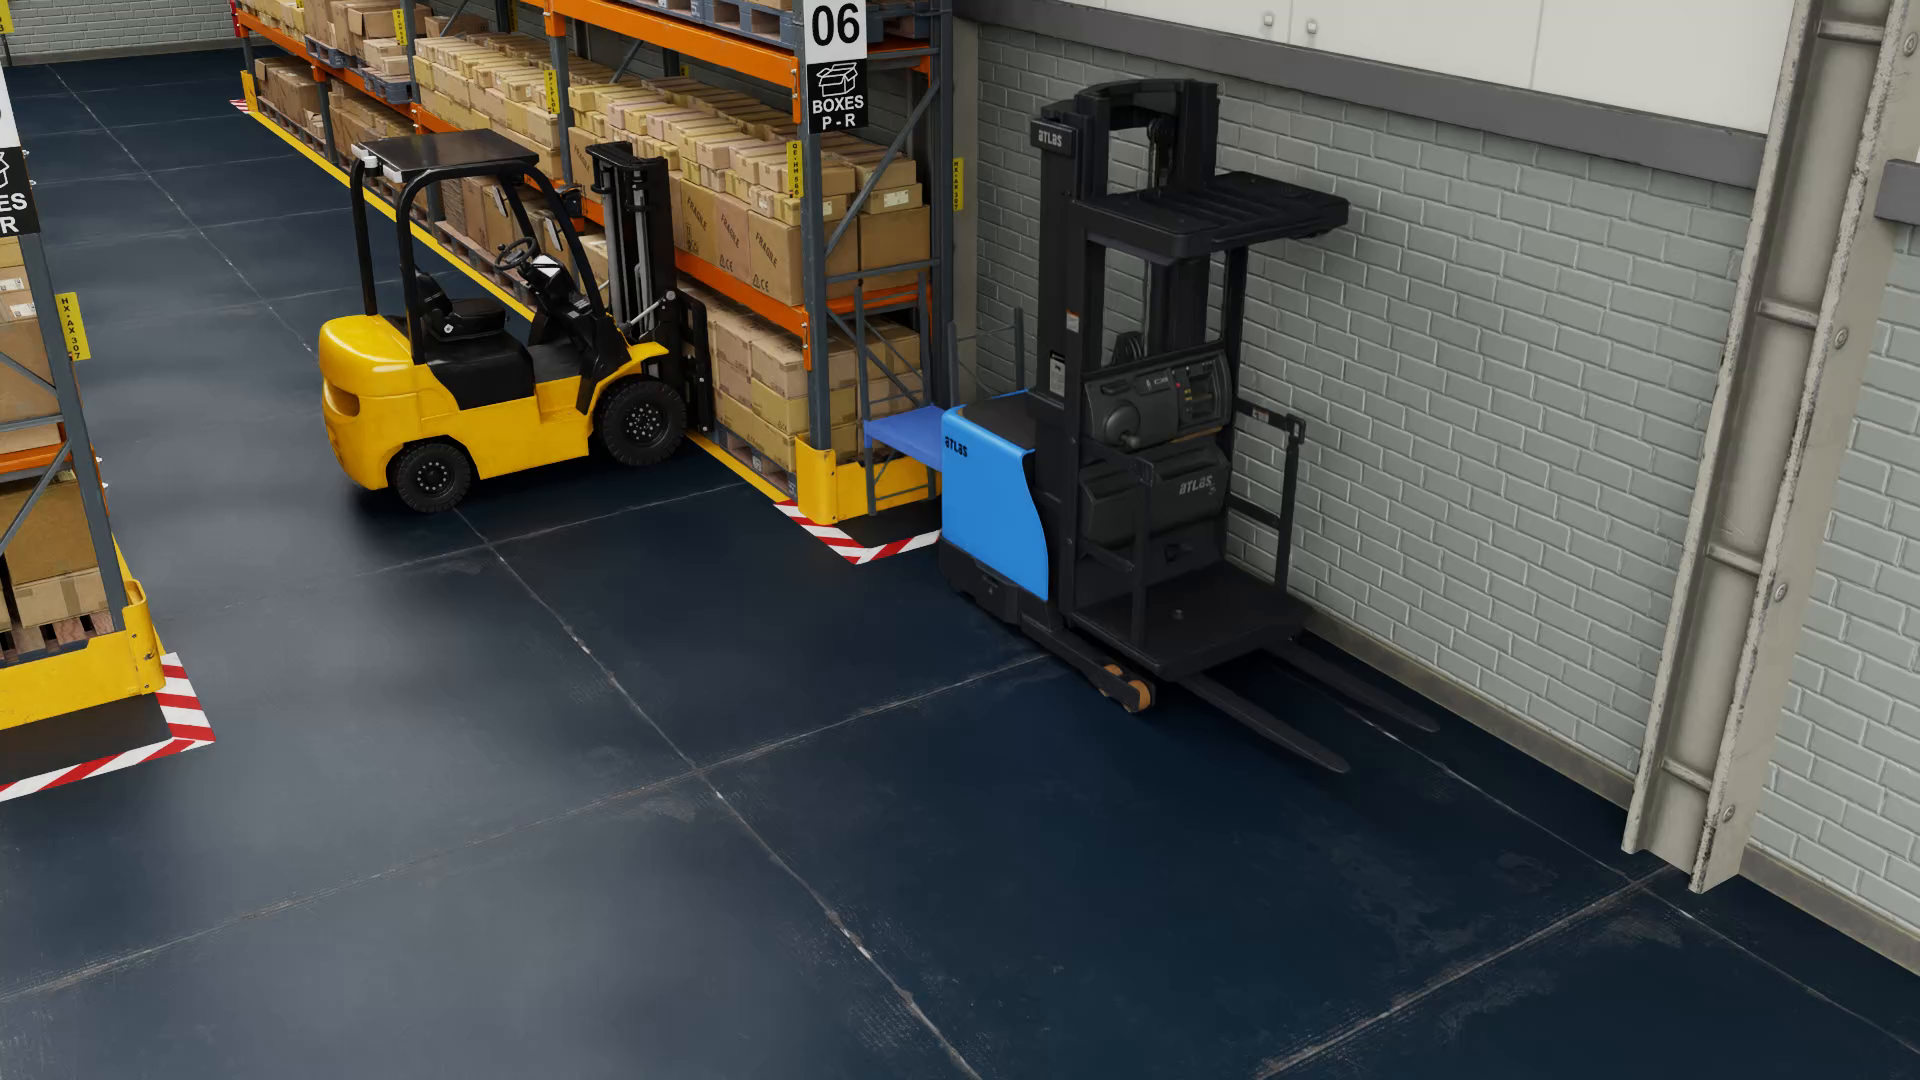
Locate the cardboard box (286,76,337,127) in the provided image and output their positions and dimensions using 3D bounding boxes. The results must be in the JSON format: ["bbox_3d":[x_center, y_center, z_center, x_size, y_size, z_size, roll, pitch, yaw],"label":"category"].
[{"bbox_3d":[-7.971,-5.500,20.823,0.700,0.500,0.500,-17,30,-31],"label":"cardboard box"}]

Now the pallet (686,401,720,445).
[{"bbox_3d":[-1.606,-1.083,12.298,1.003,0.211,1.213,-16,29,-30],"label":"pallet"}]

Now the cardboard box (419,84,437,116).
[{"bbox_3d":[-4.822,-4.223,15.857,0.500,0.250,0.500,-15,29,-29],"label":"cardboard box"}]

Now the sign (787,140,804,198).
[{"bbox_3d":[-0.954,-2.154,9.665,0.100,0.325,0.005,-16,29,-30],"label":"sign"}]

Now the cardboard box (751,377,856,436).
[{"bbox_3d":[-1.020,-0.919,10.825,0.500,0.250,0.500,-16,30,-30],"label":"cardboard box"}]

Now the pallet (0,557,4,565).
[{"bbox_3d":[-5.766,0.012,9.976,1.003,0.211,1.213,-16,29,-30],"label":"pallet"}]

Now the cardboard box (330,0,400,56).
[{"bbox_3d":[-6.255,-5.481,17.737,0.700,0.500,0.500,-16,29,-30],"label":"cardboard box"}]

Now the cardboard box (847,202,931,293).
[{"bbox_3d":[-0.530,-1.932,10.711,0.500,0.500,0.500,-14,29,-28],"label":"cardboard box"}]

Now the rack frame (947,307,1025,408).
[{"bbox_3d":[0.172,-0.574,9.631,0.500,1.500,0.032,-17,28,-30],"label":"rack frame"}]

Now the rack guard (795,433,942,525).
[{"bbox_3d":[-0.479,-0.506,10.736,1.175,0.500,0.348,-16,29,-30],"label":"rack guard"}]

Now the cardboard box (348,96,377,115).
[{"bbox_3d":[-6.704,-4.929,18.854,0.380,0.149,0.250,-17,30,-32],"label":"cardboard box"}]

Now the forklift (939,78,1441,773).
[{"bbox_3d":[1.133,-0.685,8.268,1.130,2.935,3.031,-17,30,-31],"label":"forklift"}]

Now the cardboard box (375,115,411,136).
[{"bbox_3d":[-6.041,-4.457,17.855,0.380,0.149,0.250,-17,30,-32],"label":"cardboard box"}]

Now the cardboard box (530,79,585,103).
[{"bbox_3d":[-3.294,-3.672,13.638,0.380,0.149,0.250,-16,29,-30],"label":"cardboard box"}]

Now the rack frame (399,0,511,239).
[{"bbox_3d":[-4.859,-4.506,16.282,1.000,3.000,0.127,-16,29,-30],"label":"rack frame"}]

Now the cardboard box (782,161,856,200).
[{"bbox_3d":[-0.864,-2.197,10.164,0.380,0.149,0.250,-15,29,-29],"label":"cardboard box"}]

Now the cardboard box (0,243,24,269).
[{"bbox_3d":[-5.240,-1.267,8.954,0.500,0.500,0.500,-16,30,-31],"label":"cardboard box"}]

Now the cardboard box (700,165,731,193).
[{"bbox_3d":[-1.482,-2.409,10.963,0.380,0.149,0.250,-17,30,-31],"label":"cardboard box"}]

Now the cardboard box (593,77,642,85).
[{"bbox_3d":[-2.790,-3.698,13.692,0.380,0.149,0.250,-17,30,-31],"label":"cardboard box"}]

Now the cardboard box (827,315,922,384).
[{"bbox_3d":[-0.596,-1.259,10.962,0.500,0.250,0.500,-16,30,-30],"label":"cardboard box"}]

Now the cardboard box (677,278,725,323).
[{"bbox_3d":[-1.842,-1.678,11.848,0.500,0.250,0.500,-16,30,-31],"label":"cardboard box"}]

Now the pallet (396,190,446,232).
[{"bbox_3d":[-5.235,-3.521,17.461,1.003,0.211,1.213,-16,29,-30],"label":"pallet"}]

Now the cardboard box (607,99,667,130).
[{"bbox_3d":[-2.330,-3.088,12.051,0.380,0.149,0.250,-15,29,-28],"label":"cardboard box"}]

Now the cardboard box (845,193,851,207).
[{"bbox_3d":[-0.648,-2.238,10.601,0.380,0.149,0.250,-16,29,-30],"label":"cardboard box"}]

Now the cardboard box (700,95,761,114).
[{"bbox_3d":[-1.676,-3.141,12.165,0.380,0.149,0.250,-16,30,-30],"label":"cardboard box"}]

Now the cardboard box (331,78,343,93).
[{"bbox_3d":[-7.019,-5.248,19.181,0.380,0.149,0.250,-16,30,-30],"label":"cardboard box"}]

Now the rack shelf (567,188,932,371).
[{"bbox_3d":[-1.584,-2.035,11.889,1.077,0.370,4.000,-16,29,-30],"label":"rack shelf"}]

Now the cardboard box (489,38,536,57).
[{"bbox_3d":[-4.185,-4.601,15.606,0.380,0.149,0.250,-16,29,-30],"label":"cardboard box"}]

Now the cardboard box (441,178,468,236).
[{"bbox_3d":[-4.530,-3.396,16.220,0.875,0.625,0.625,-15,29,-28],"label":"cardboard box"}]

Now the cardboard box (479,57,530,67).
[{"bbox_3d":[-3.996,-4.132,14.613,0.380,0.149,0.250,-16,29,-30],"label":"cardboard box"}]

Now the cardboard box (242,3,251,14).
[{"bbox_3d":[-9.277,-7.072,22.012,0.380,0.149,0.250,-16,30,-30],"label":"cardboard box"}]

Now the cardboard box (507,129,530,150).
[{"bbox_3d":[-3.449,-3.305,13.914,0.500,0.250,0.500,-16,29,-30],"label":"cardboard box"}]

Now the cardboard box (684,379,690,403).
[{"bbox_3d":[-1.845,-1.227,12.065,0.500,0.250,0.500,-15,29,-28],"label":"cardboard box"}]

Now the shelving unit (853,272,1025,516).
[{"bbox_3d":[-0.112,-0.734,10.021,0.538,1.500,1.048,-17,28,-30],"label":"shelving unit"}]

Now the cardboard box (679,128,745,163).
[{"bbox_3d":[-1.645,-2.630,11.082,0.380,0.149,0.250,-15,29,-29],"label":"cardboard box"}]

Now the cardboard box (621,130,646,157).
[{"bbox_3d":[-2.199,-2.860,11.918,0.380,0.149,0.250,-16,30,-30],"label":"cardboard box"}]

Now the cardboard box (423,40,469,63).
[{"bbox_3d":[-4.785,-4.567,15.533,0.380,0.149,0.250,-15,29,-28],"label":"cardboard box"}]

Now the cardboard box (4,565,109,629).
[{"bbox_3d":[-4.857,0.214,9.012,0.500,0.250,0.500,-16,30,-30],"label":"cardboard box"}]

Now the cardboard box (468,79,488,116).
[{"bbox_3d":[-3.979,-3.901,14.590,0.500,0.250,0.500,-15,29,-29],"label":"cardboard box"}]

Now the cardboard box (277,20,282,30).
[{"bbox_3d":[-8.256,-6.434,20.661,0.380,0.149,0.250,-16,29,-30],"label":"cardboard box"}]

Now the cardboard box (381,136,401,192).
[{"bbox_3d":[-5.823,-4.035,17.719,0.500,0.500,0.500,-14,29,-27],"label":"cardboard box"}]

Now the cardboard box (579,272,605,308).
[{"bbox_3d":[-2.670,-2.003,13.123,0.500,0.250,0.500,-16,29,-30],"label":"cardboard box"}]

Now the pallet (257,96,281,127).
[{"bbox_3d":[-8.749,-5.794,22.277,1.003,0.211,1.213,-16,29,-30],"label":"pallet"}]

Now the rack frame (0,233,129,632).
[{"bbox_3d":[-4.649,-0.487,7.767,1.000,3.000,0.127,-16,29,-30],"label":"rack frame"}]

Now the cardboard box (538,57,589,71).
[{"bbox_3d":[-3.481,-4.146,14.641,0.380,0.149,0.250,-15,29,-29],"label":"cardboard box"}]

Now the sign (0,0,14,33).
[{"bbox_3d":[-4.194,-2.365,7.208,0.100,0.325,0.005,-16,29,-30],"label":"sign"}]

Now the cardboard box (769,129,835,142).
[{"bbox_3d":[-1.054,-2.661,11.147,0.380,0.149,0.250,-15,29,-28],"label":"cardboard box"}]

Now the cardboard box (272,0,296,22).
[{"bbox_3d":[-8.072,-6.486,20.303,0.500,0.250,0.500,-16,30,-30],"label":"cardboard box"}]
